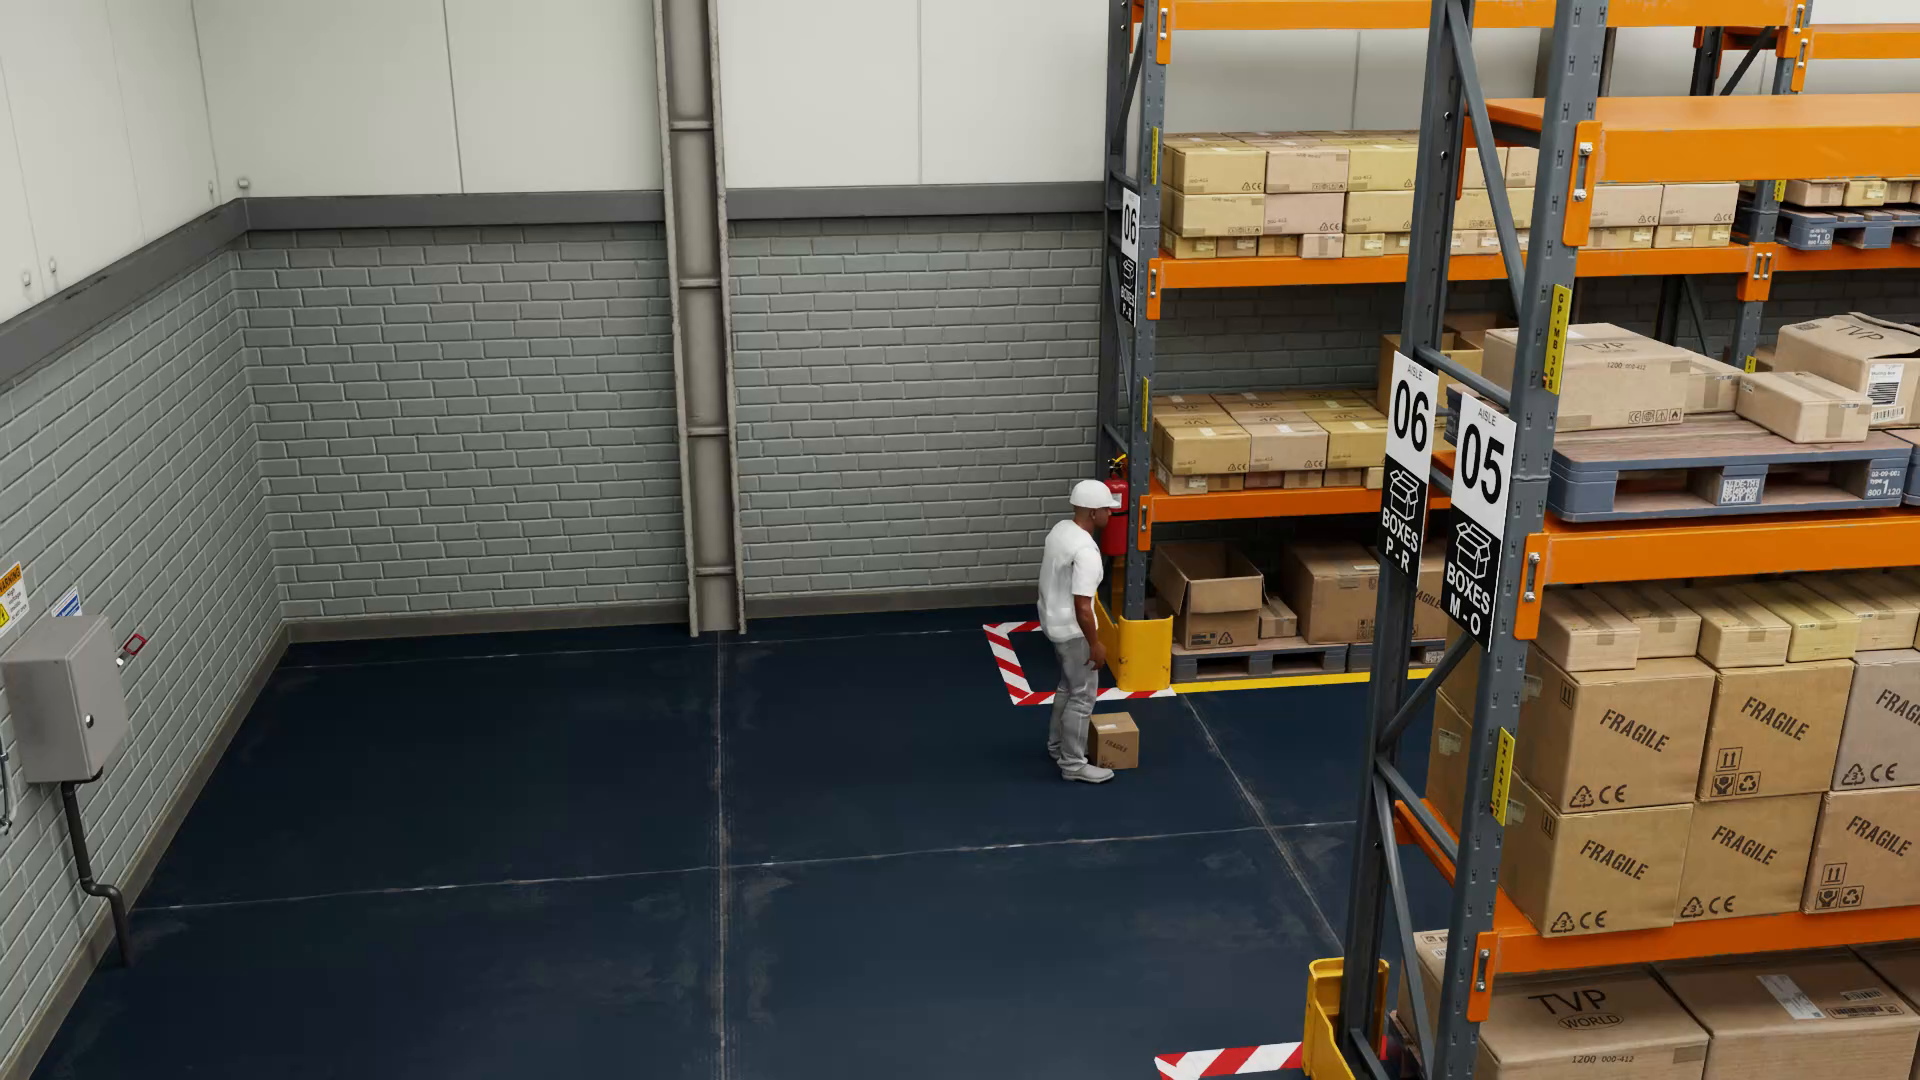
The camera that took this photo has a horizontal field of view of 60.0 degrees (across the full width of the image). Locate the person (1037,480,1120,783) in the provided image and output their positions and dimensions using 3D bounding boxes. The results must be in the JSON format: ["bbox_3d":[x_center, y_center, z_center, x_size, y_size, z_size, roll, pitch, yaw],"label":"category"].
[{"bbox_3d":[0.689,0.504,9.650,0.455,1.761,0.637,-3,20,-10],"label":"person"}]
